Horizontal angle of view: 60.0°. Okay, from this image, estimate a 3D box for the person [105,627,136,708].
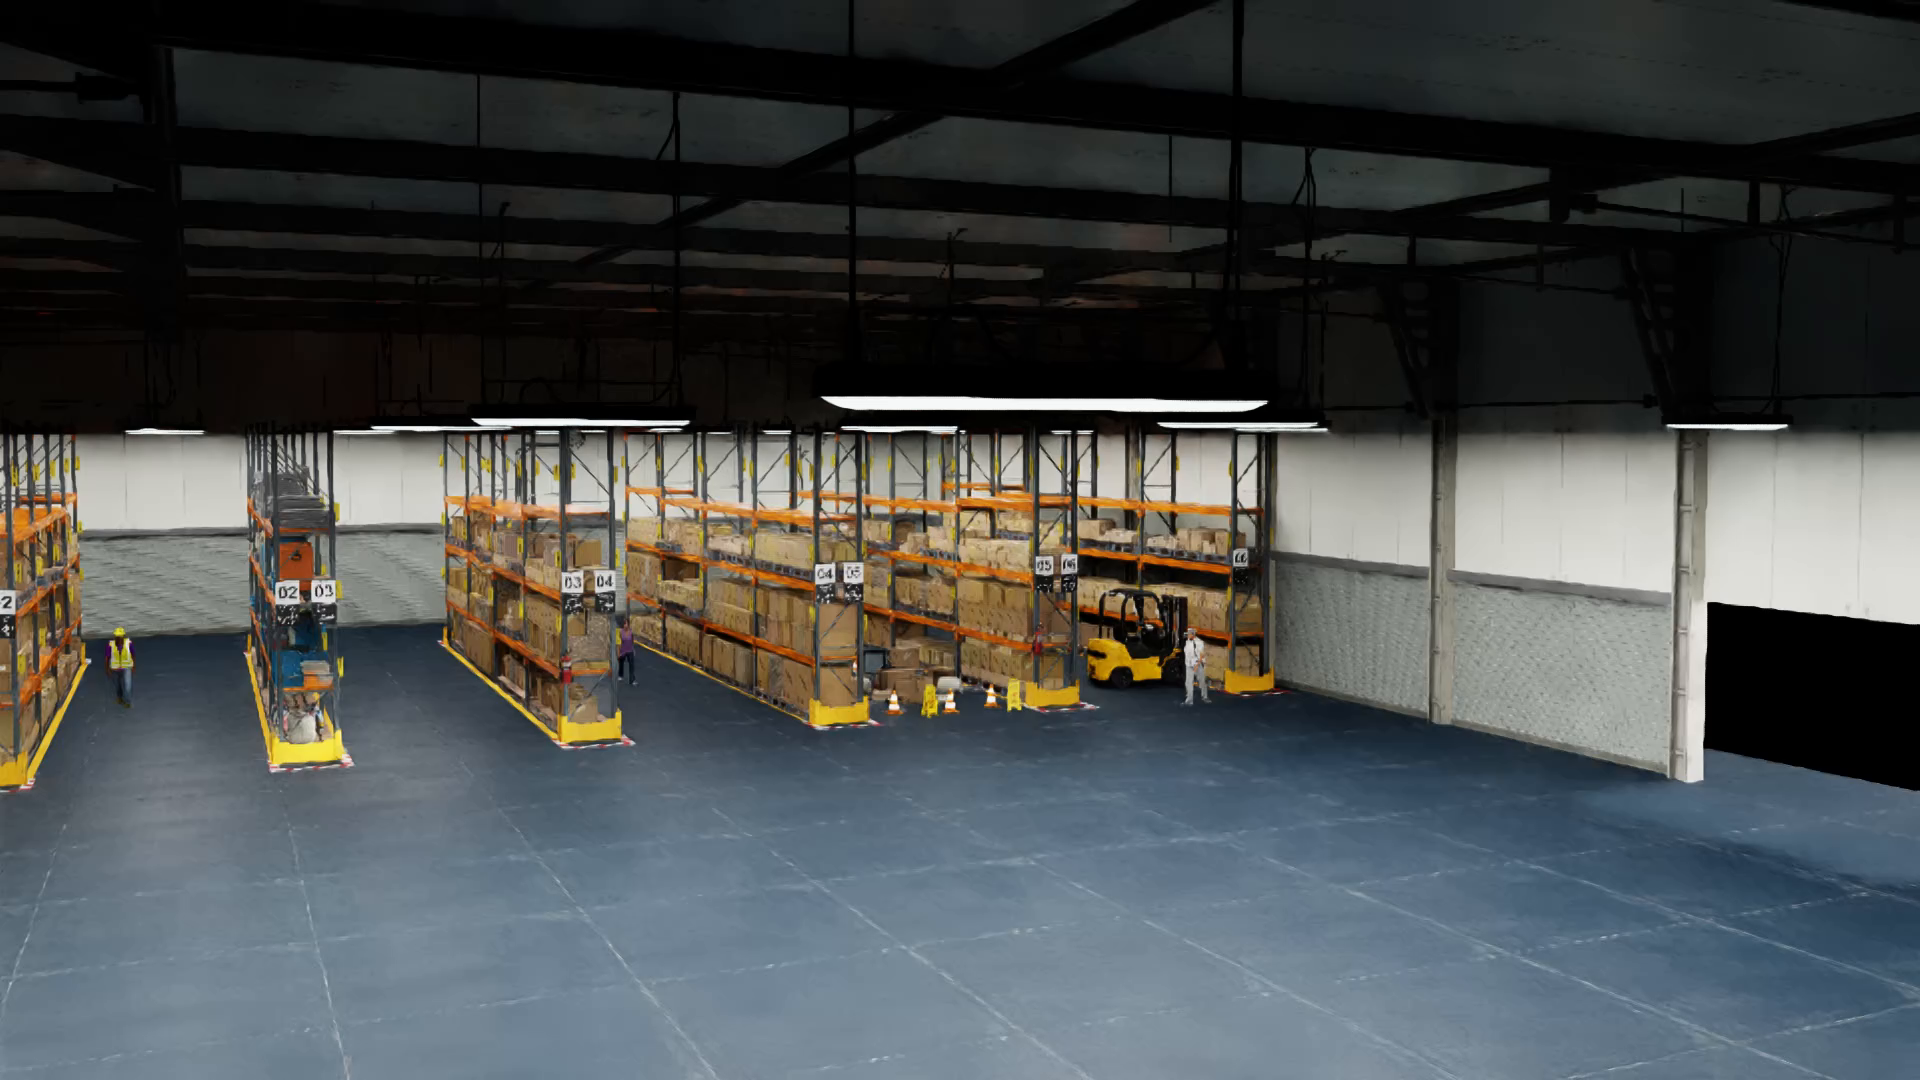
[{"bbox_3d":[-17.723,2.676,35.083,0.573,1.687,1.121,-1,4,-22],"label":"person"}]

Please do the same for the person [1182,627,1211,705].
[{"bbox_3d":[5.046,2.680,35.523,0.517,1.650,0.690,3,5,39],"label":"person"}]

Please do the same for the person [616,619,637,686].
[{"bbox_3d":[-7.695,2.561,38.228,0.417,1.517,1.036,-1,4,-22],"label":"person"}]
